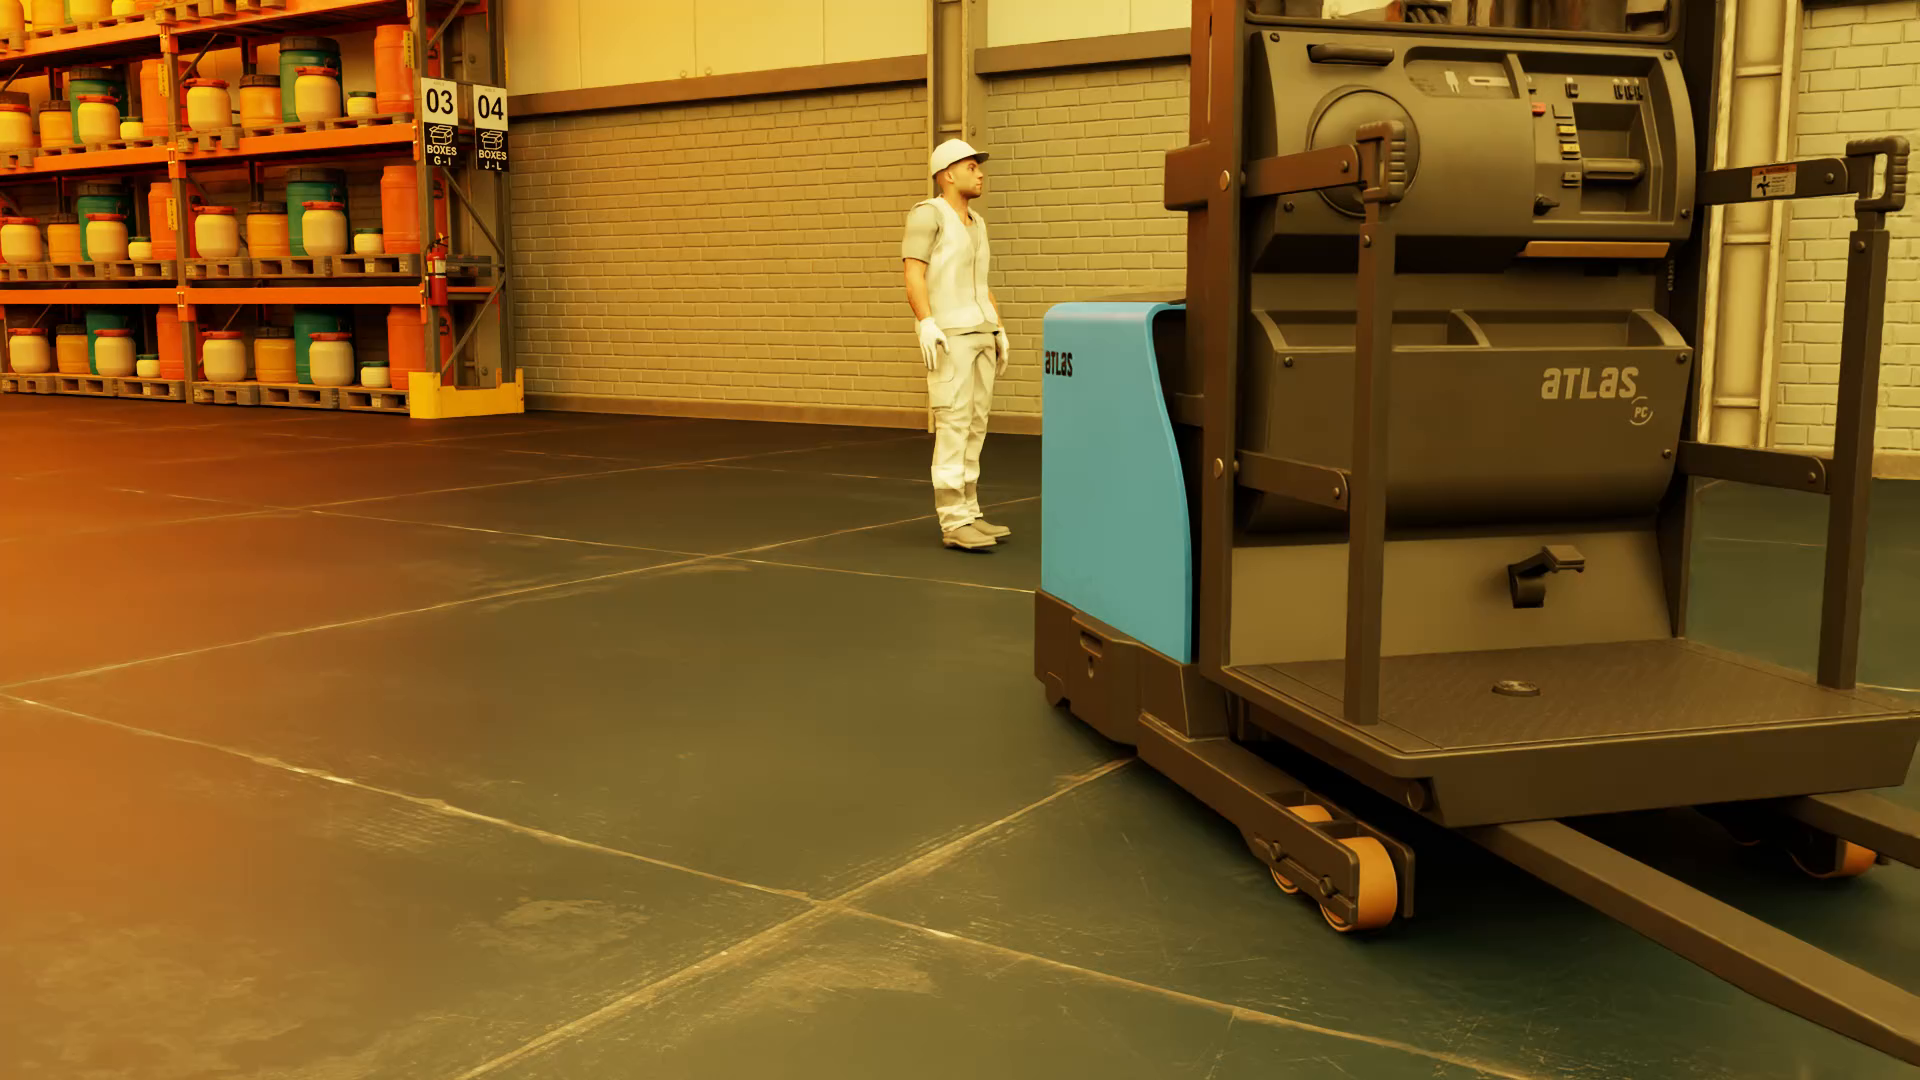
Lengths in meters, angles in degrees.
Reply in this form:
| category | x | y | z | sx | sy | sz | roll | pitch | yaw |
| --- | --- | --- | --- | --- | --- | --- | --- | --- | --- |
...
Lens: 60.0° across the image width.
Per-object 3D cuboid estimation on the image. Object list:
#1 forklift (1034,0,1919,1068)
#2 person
| category | x | y | z | sx | sy | sz | roll | pitch | yaw |
| --- | --- | --- | --- | --- | --- | --- | --- | --- | --- |
| forklift | 1.089 | -0.837 | 3.075 | 1.130 | 2.935 | 3.031 | -2 | 8 | -15 |
| person | 0.060 | -0.885 | 7.422 | 0.562 | 1.790 | 0.637 | 5 | 10 | 34 |
